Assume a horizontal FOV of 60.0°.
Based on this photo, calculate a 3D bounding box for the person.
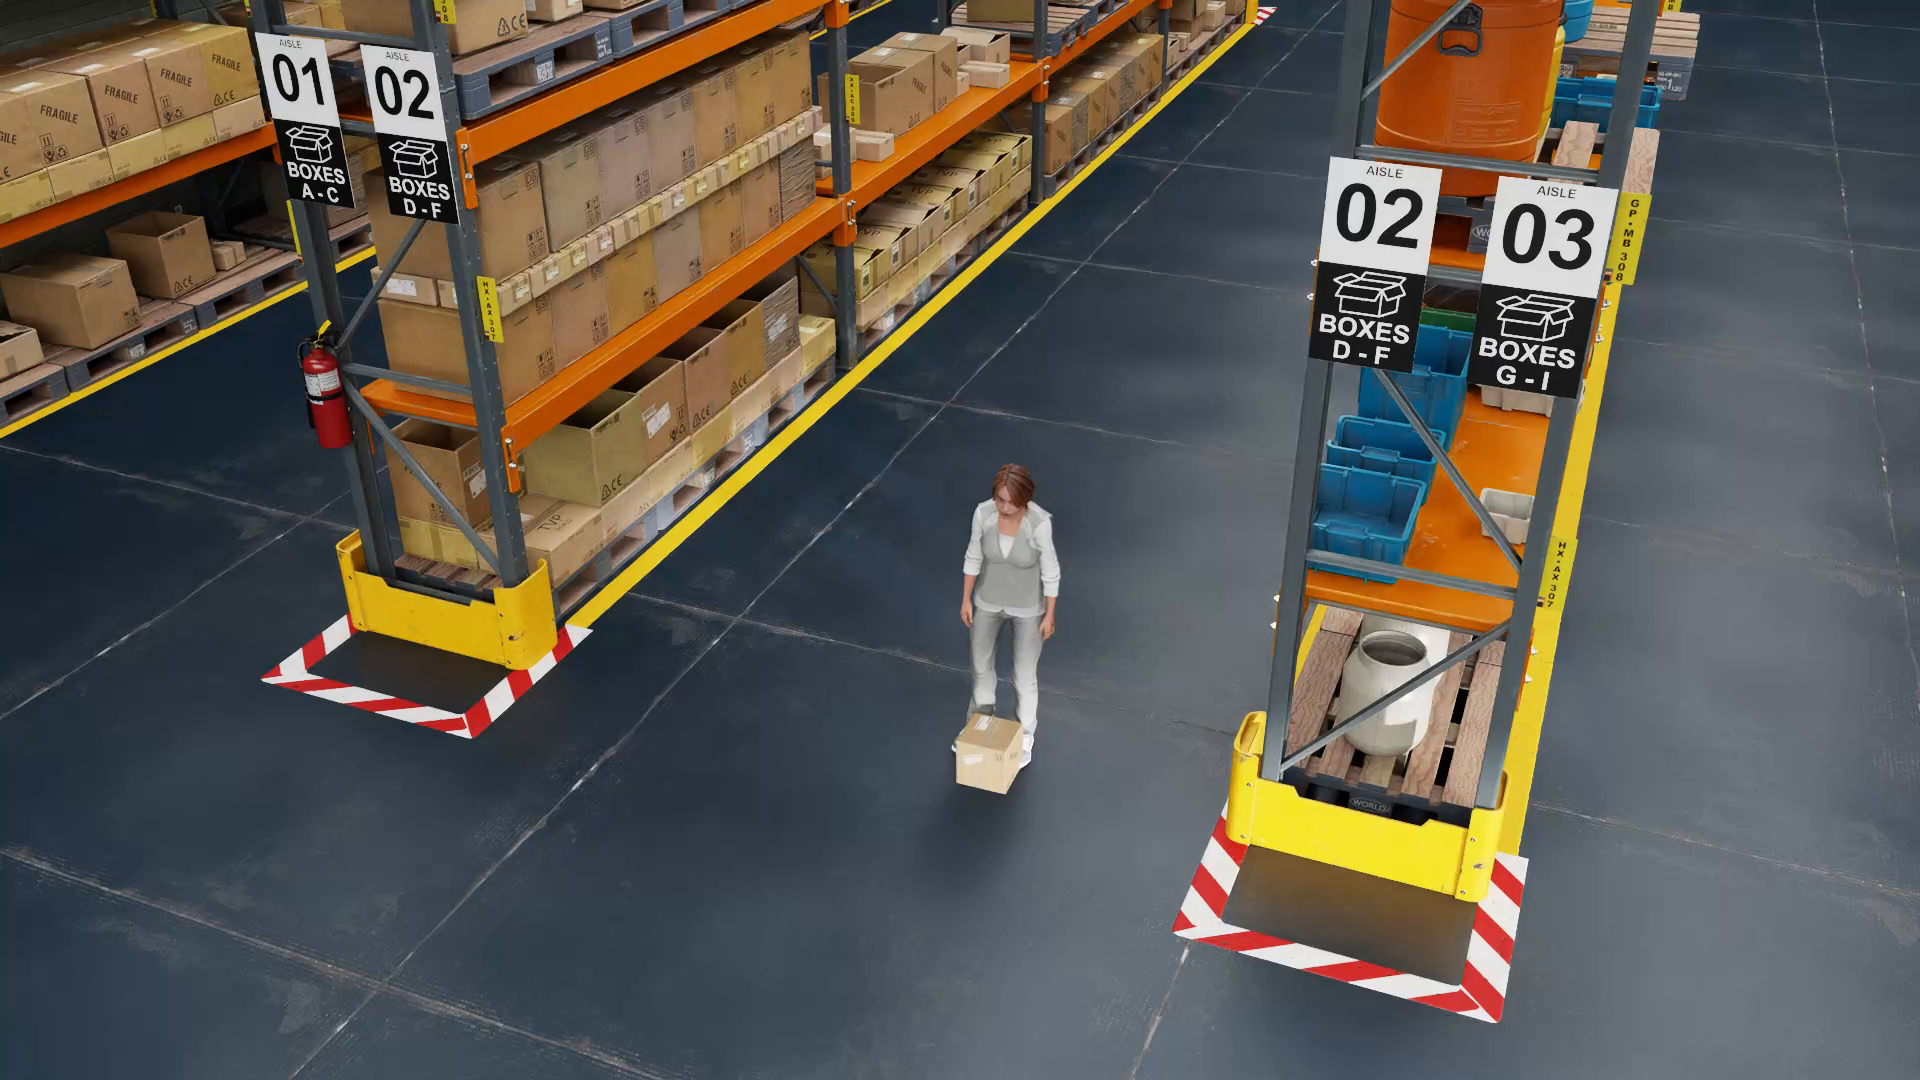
[{"bbox_3d":[0.223,0.335,7.820,0.482,1.591,0.333,10,31,16],"label":"person"}]
